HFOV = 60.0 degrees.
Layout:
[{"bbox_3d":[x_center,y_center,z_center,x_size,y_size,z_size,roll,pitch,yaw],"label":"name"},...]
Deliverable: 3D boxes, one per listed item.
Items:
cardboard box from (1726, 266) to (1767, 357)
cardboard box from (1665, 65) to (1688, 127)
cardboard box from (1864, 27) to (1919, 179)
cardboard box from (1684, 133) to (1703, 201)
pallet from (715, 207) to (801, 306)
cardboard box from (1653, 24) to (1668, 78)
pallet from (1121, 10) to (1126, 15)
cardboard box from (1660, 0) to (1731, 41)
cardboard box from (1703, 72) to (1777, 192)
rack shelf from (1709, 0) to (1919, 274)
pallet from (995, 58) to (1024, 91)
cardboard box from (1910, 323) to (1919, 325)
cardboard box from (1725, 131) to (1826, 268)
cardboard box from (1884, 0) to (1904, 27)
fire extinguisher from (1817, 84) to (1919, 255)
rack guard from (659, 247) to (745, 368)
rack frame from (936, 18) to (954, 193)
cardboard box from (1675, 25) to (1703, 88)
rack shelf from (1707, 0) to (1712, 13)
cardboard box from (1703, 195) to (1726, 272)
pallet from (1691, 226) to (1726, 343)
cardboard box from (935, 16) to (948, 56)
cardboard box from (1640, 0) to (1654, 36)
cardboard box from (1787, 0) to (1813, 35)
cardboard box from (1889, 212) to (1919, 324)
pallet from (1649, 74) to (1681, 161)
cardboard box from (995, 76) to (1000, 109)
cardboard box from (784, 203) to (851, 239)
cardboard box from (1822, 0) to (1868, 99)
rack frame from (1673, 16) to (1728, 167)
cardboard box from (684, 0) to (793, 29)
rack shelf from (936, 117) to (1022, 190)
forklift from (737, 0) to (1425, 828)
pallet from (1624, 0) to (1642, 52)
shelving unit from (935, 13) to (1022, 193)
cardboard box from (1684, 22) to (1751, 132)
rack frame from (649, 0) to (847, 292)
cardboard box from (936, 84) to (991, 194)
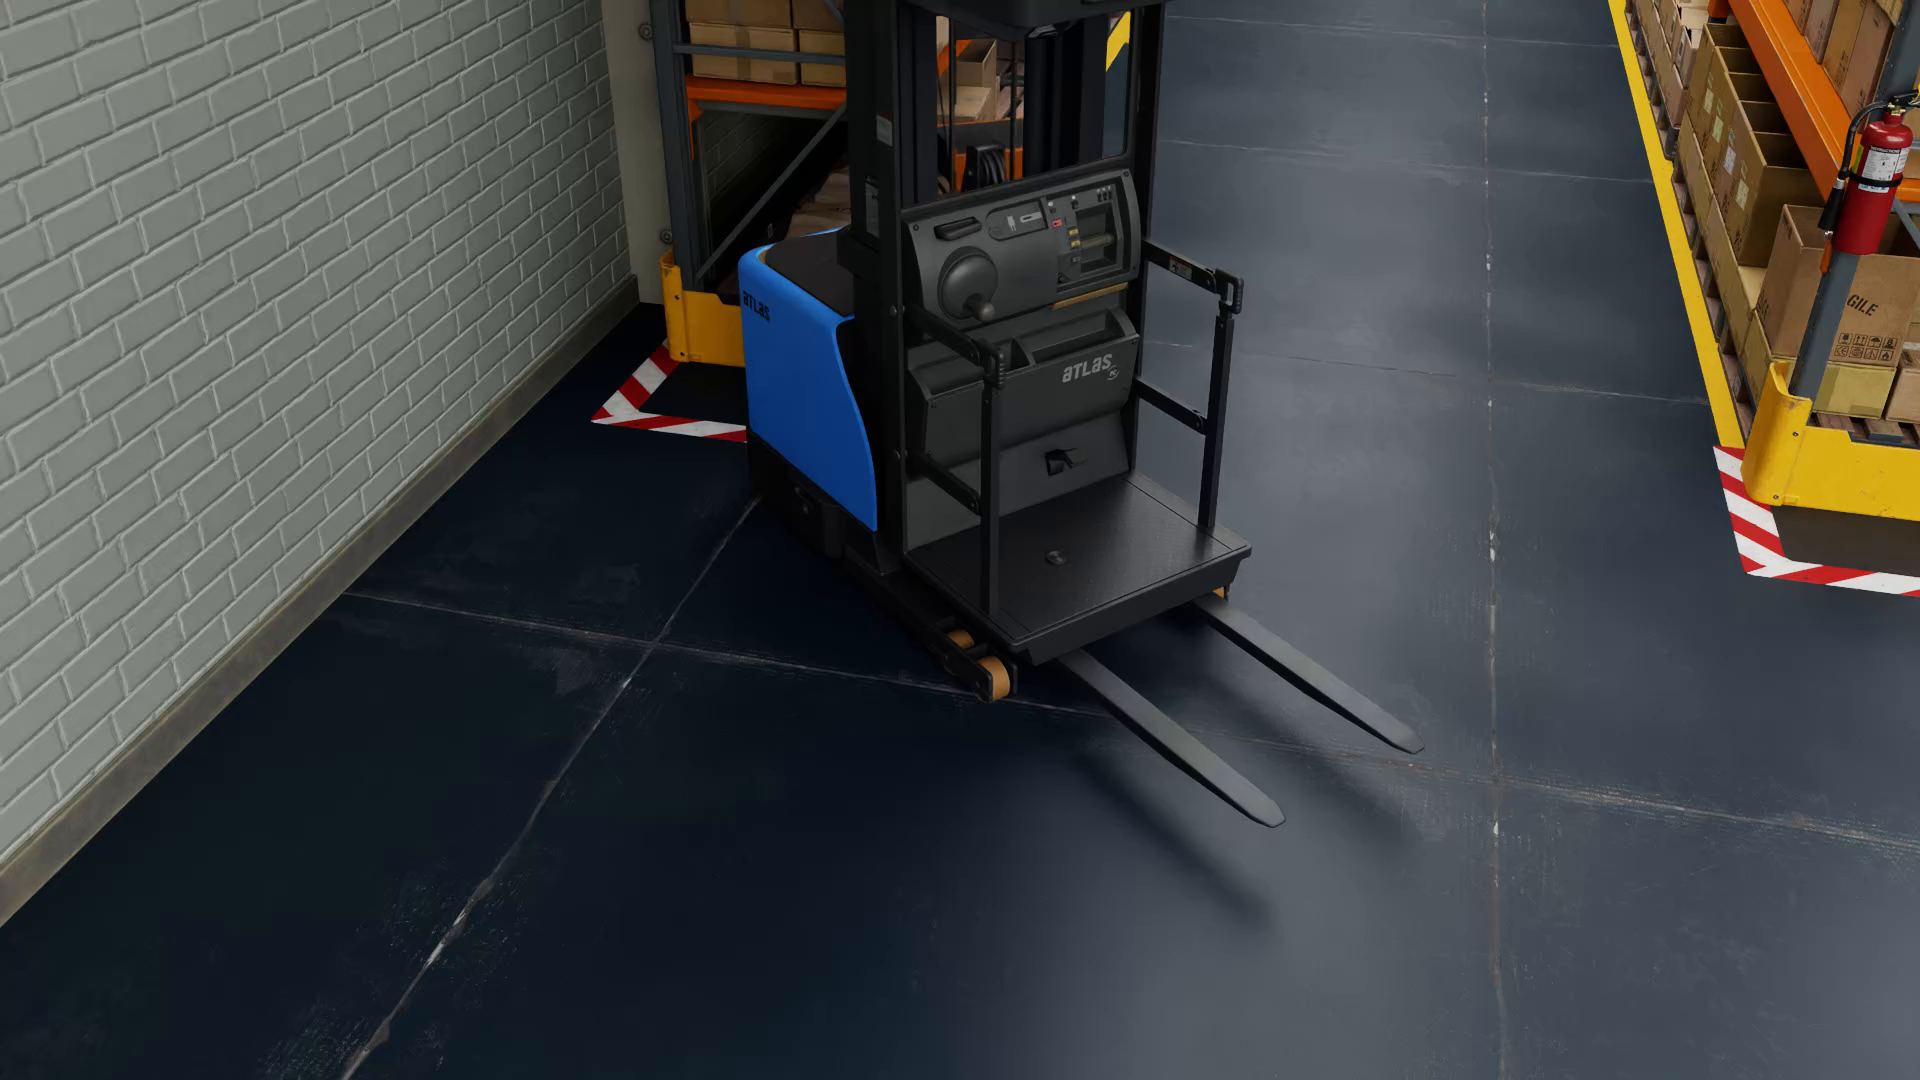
[{"bbox_3d":[3.903,-1.045,7.769,0.500,0.250,0.500,8,33,12],"label":"cardboard box"},{"bbox_3d":[4.778,-2.796,10.523,0.500,0.250,0.500,8,33,12],"label":"cardboard box"},{"bbox_3d":[4.068,-1.731,6.584,0.700,0.500,0.500,8,33,12],"label":"cardboard box"},{"bbox_3d":[4.410,-2.083,9.402,0.500,0.250,0.500,8,33,12],"label":"cardboard box"},{"bbox_3d":[-0.595,-1.400,8.756,1.003,0.211,1.213,8,33,12],"label":"pallet"},{"bbox_3d":[5.037,-3.324,11.354,0.500,0.250,0.500,9,33,13],"label":"cardboard box"},{"bbox_3d":[0.976,-4.690,13.931,1.003,0.211,1.213,8,33,12],"label":"pallet"},{"bbox_3d":[5.033,-3.556,11.197,0.500,0.311,0.500,8,33,12],"label":"cardboard box"},{"bbox_3d":[4.279,-2.141,8.794,0.500,0.500,0.500,8,33,12],"label":"cardboard box"},{"bbox_3d":[4.445,-2.183,8.058,1.077,0.370,4.000,8,33,12],"label":"rack shelf"},{"bbox_3d":[0.356,-3.424,11.940,1.003,0.211,1.213,8,33,12],"label":"pallet"},{"bbox_3d":[4.412,-0.973,7.657,0.500,0.250,0.500,8,33,12],"label":"cardboard box"},{"bbox_3d":[4.025,-1.622,7.977,0.500,0.500,0.500,8,33,12],"label":"cardboard box"},{"bbox_3d":[3.915,-2.125,6.598,0.380,0.149,0.250,9,34,14],"label":"cardboard box"},{"bbox_3d":[3.458,-1.418,6.256,0.296,0.674,0.183,8,33,12],"label":"fire extinguisher"},{"bbox_3d":[-0.836,-1.106,8.023,1.175,0.500,0.348,8,33,12],"label":"rack guard"},{"bbox_3d":[-0.086,-1.524,7.191,0.015,2.100,0.400,-9,33,-13],"label":"rack frame"},{"bbox_3d":[4.778,-3.027,10.364,0.500,0.311,0.500,8,33,12],"label":"cardboard box"},{"bbox_3d":[5.460,-4.259,11.323,1.077,0.370,4.000,8,33,12],"label":"rack shelf"},{"bbox_3d":[4.157,-1.564,8.586,0.500,0.250,0.500,8,33,12],"label":"cardboard box"},{"bbox_3d":[4.403,-1.305,8.607,1.003,0.211,1.213,8,33,12],"label":"pallet"},{"bbox_3d":[-0.306,-2.548,8.083,0.500,0.250,0.500,7,33,11],"label":"cardboard box"},{"bbox_3d":[5.298,-3.853,12.187,0.500,0.250,0.500,7,33,11],"label":"cardboard box"},{"bbox_3d":[4.588,-2.801,8.267,0.700,0.500,0.500,9,33,13],"label":"cardboard box"},{"bbox_3d":[4.414,-1.290,7.455,0.500,0.500,0.500,8,33,12],"label":"cardboard box"},{"bbox_3d":[5.102,-2.735,10.856,1.003,0.211,1.213,8,33,12],"label":"pallet"},{"bbox_3d":[0.053,-2.905,10.755,0.380,0.166,0.250,4,33,6],"label":"cardboard box"},{"bbox_3d":[-0.592,-1.519,8.439,0.500,0.311,0.500,4,33,7],"label":"cardboard box"},{"bbox_3d":[4.329,-2.261,7.418,0.700,0.500,0.500,8,33,13],"label":"cardboard box"},{"bbox_3d":[4.953,-3.524,9.498,1.000,3.000,0.127,8,33,12],"label":"rack frame"},{"bbox_3d":[-0.941,-2.656,7.554,0.500,0.500,0.500,8,33,12],"label":"cardboard box"},{"bbox_3d":[0.148,-1.549,7.254,0.480,0.518,0.431,-9,33,-13],"label":"rack shelf"},{"bbox_3d":[0.355,-0.959,5.526,1.130,2.935,3.031,-20,38,-28],"label":"forklift"},{"bbox_3d":[5.721,-4.001,12.847,1.003,0.211,1.213,8,33,12],"label":"pallet"},{"bbox_3d":[0.148,-1.560,7.247,0.503,2.100,0.431,-9,33,-13],"label":"shelving unit"},{"bbox_3d":[4.532,-2.660,9.610,0.500,0.500,0.500,8,33,12],"label":"cardboard box"},{"bbox_3d":[-0.855,-2.121,7.290,1.000,3.000,0.127,8,33,12],"label":"rack frame"},{"bbox_3d":[-0.213,-2.268,9.442,0.700,0.500,0.500,6,33,9],"label":"cardboard box"}]
